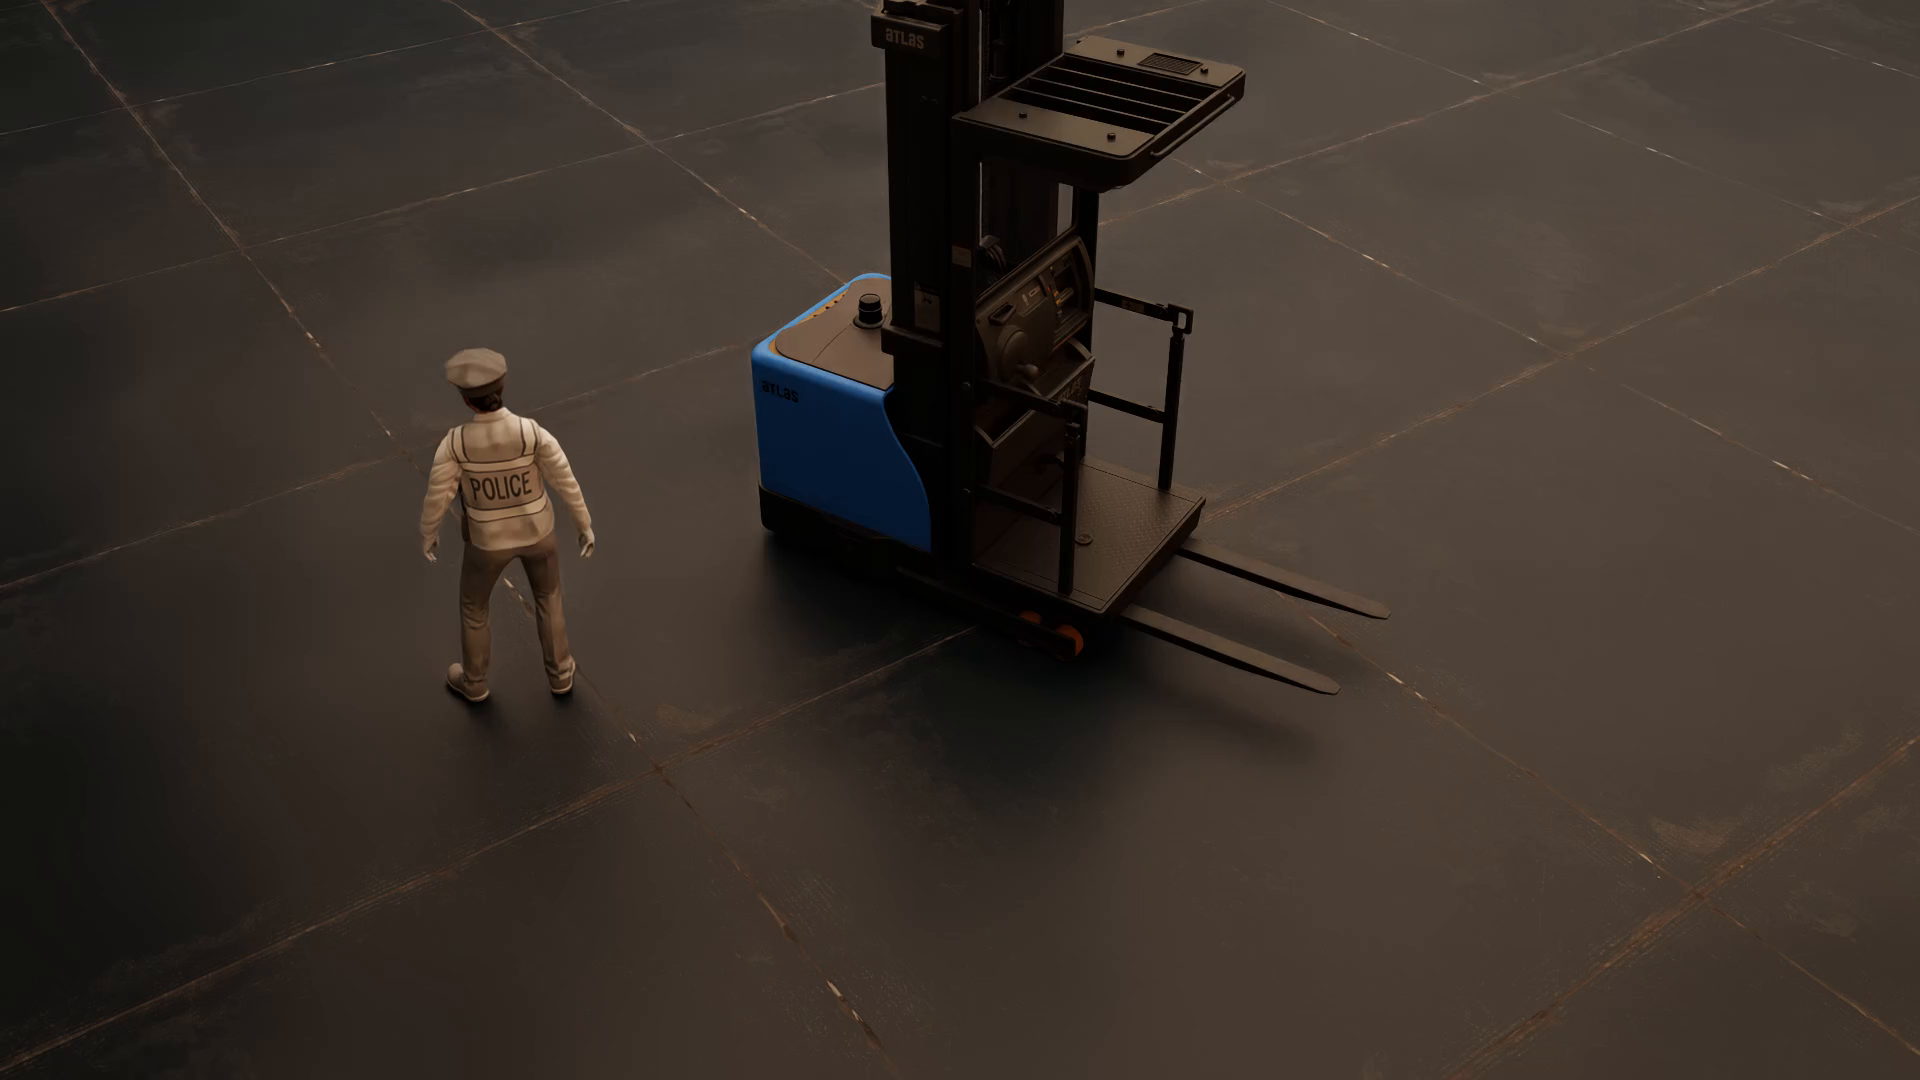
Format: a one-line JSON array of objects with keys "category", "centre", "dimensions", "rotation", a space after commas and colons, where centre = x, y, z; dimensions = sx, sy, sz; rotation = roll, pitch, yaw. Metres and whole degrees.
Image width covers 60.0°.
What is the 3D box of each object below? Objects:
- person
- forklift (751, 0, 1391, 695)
[{"category": "person", "centre": [-1.941, -0.026, 7.069], "dimensions": [0.734, 1.642, 0.364], "rotation": [-12, 38, -16]}, {"category": "forklift", "centre": [0.514, -0.985, 7.276], "dimensions": [3.031, 2.935, 1.130], "rotation": [21, 41, 26]}]
